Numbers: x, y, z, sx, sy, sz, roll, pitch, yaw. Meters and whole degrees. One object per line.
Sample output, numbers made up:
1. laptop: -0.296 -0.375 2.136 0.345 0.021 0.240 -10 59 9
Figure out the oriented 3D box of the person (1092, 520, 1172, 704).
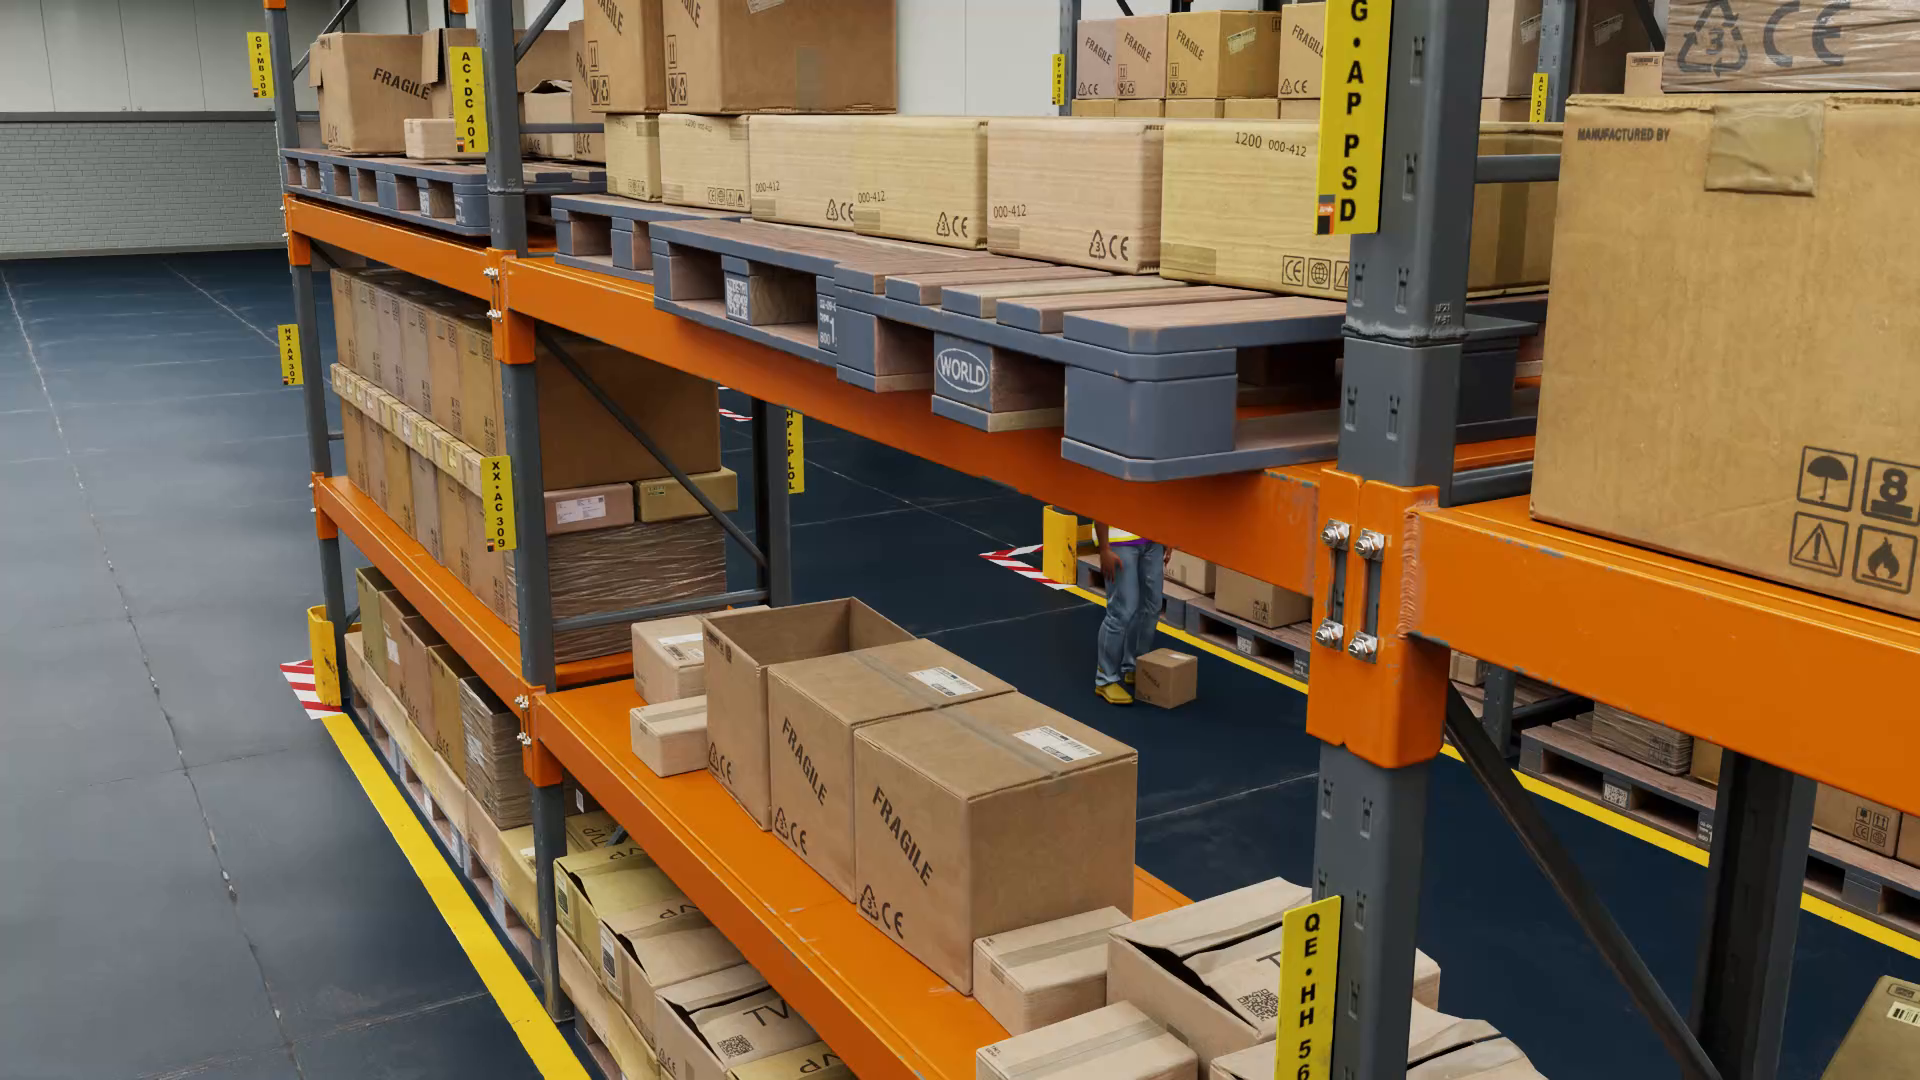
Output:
1. person: 0.998 0.019 9.409 0.463 1.759 0.625 14 20 42
